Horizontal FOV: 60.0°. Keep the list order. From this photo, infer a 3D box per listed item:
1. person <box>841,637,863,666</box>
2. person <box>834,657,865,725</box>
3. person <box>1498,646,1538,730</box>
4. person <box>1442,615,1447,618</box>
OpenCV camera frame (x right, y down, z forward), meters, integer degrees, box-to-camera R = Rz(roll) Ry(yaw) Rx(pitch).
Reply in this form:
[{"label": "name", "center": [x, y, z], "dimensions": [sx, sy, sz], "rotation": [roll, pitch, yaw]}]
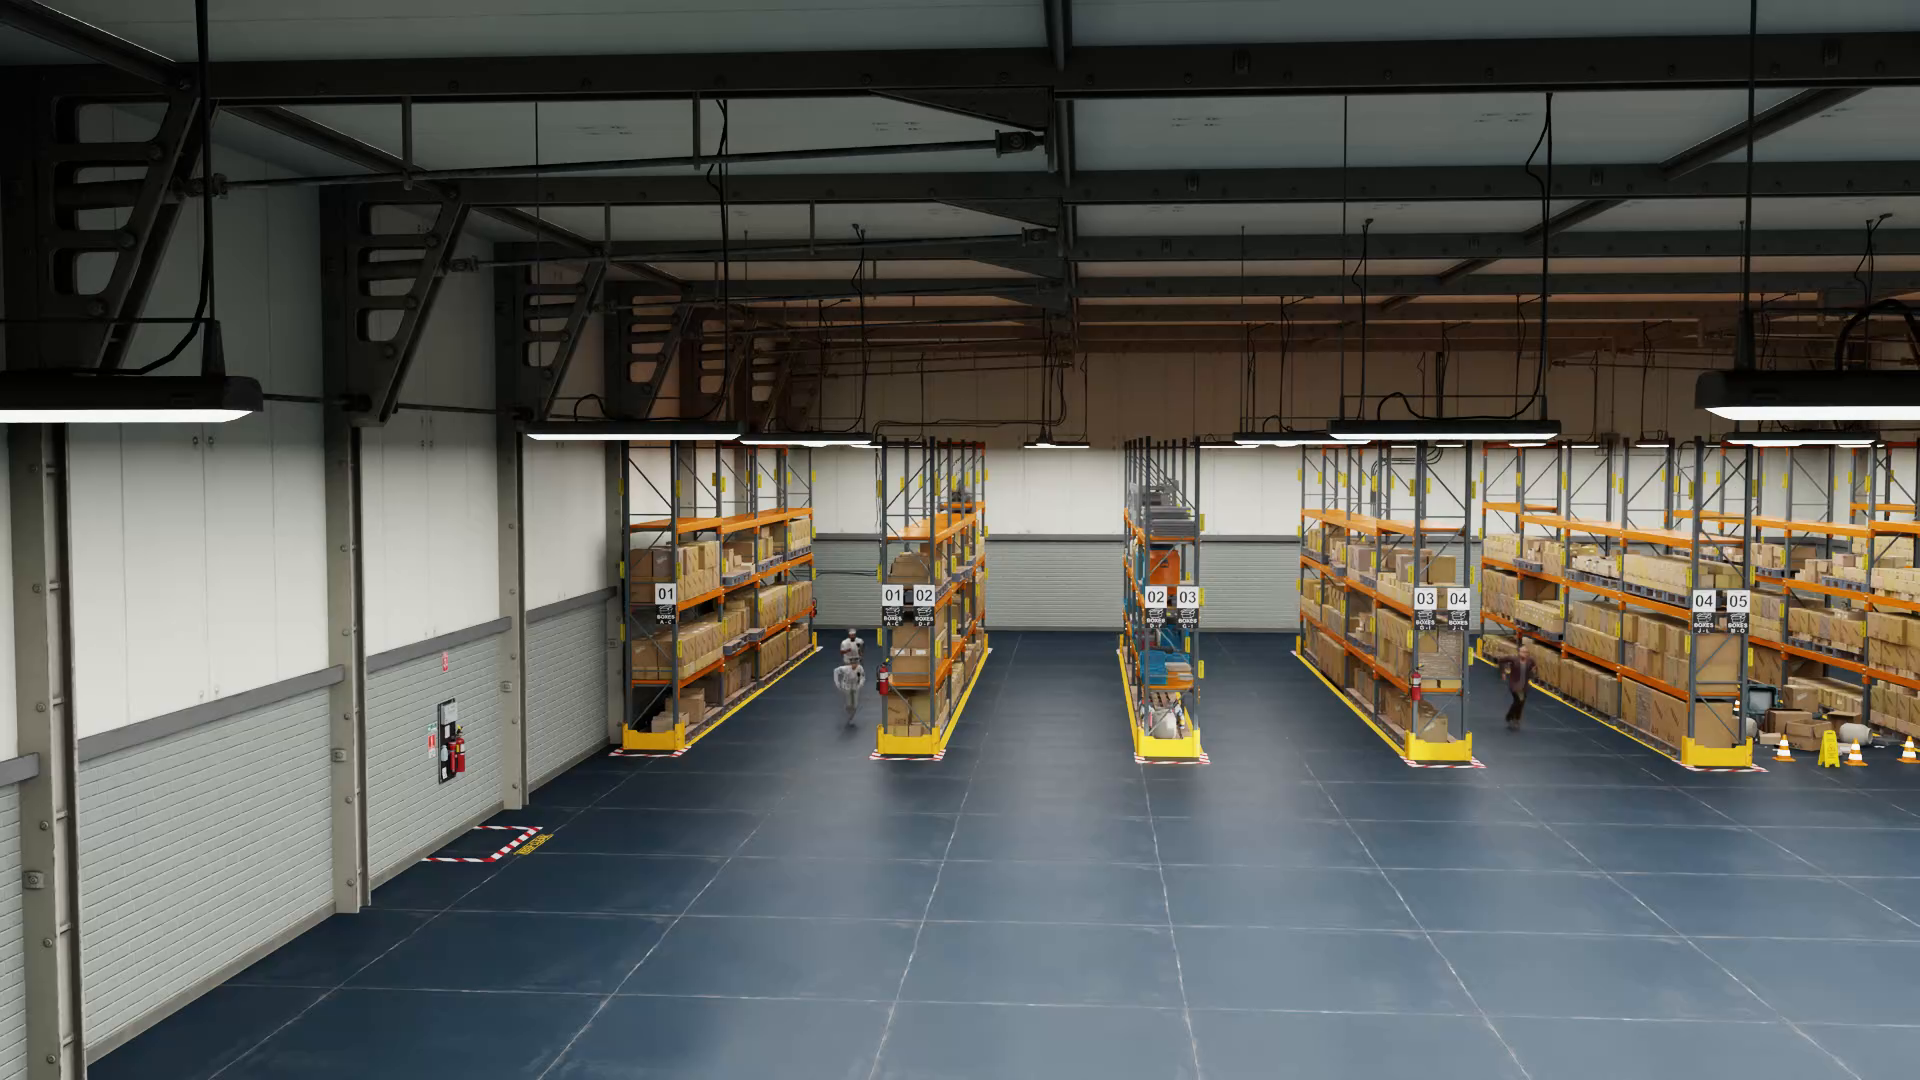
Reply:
[{"label": "person", "center": [-2.495, 2.946, 38.463], "dimensions": [0.526, 1.446, 0.805], "rotation": [0, 3, -2]}, {"label": "person", "center": [-2.291, 3.139, 34.545], "dimensions": [0.641, 1.491, 0.749], "rotation": [-1, 3, -16]}, {"label": "person", "center": [11.452, 3.031, 34.151], "dimensions": [0.677, 1.715, 0.980], "rotation": [-1, 3, -12]}, {"label": "person", "center": [13.395, 2.498, 45.788], "dimensions": [0.546, 1.622, 0.793], "rotation": [1, 3, 11]}]
